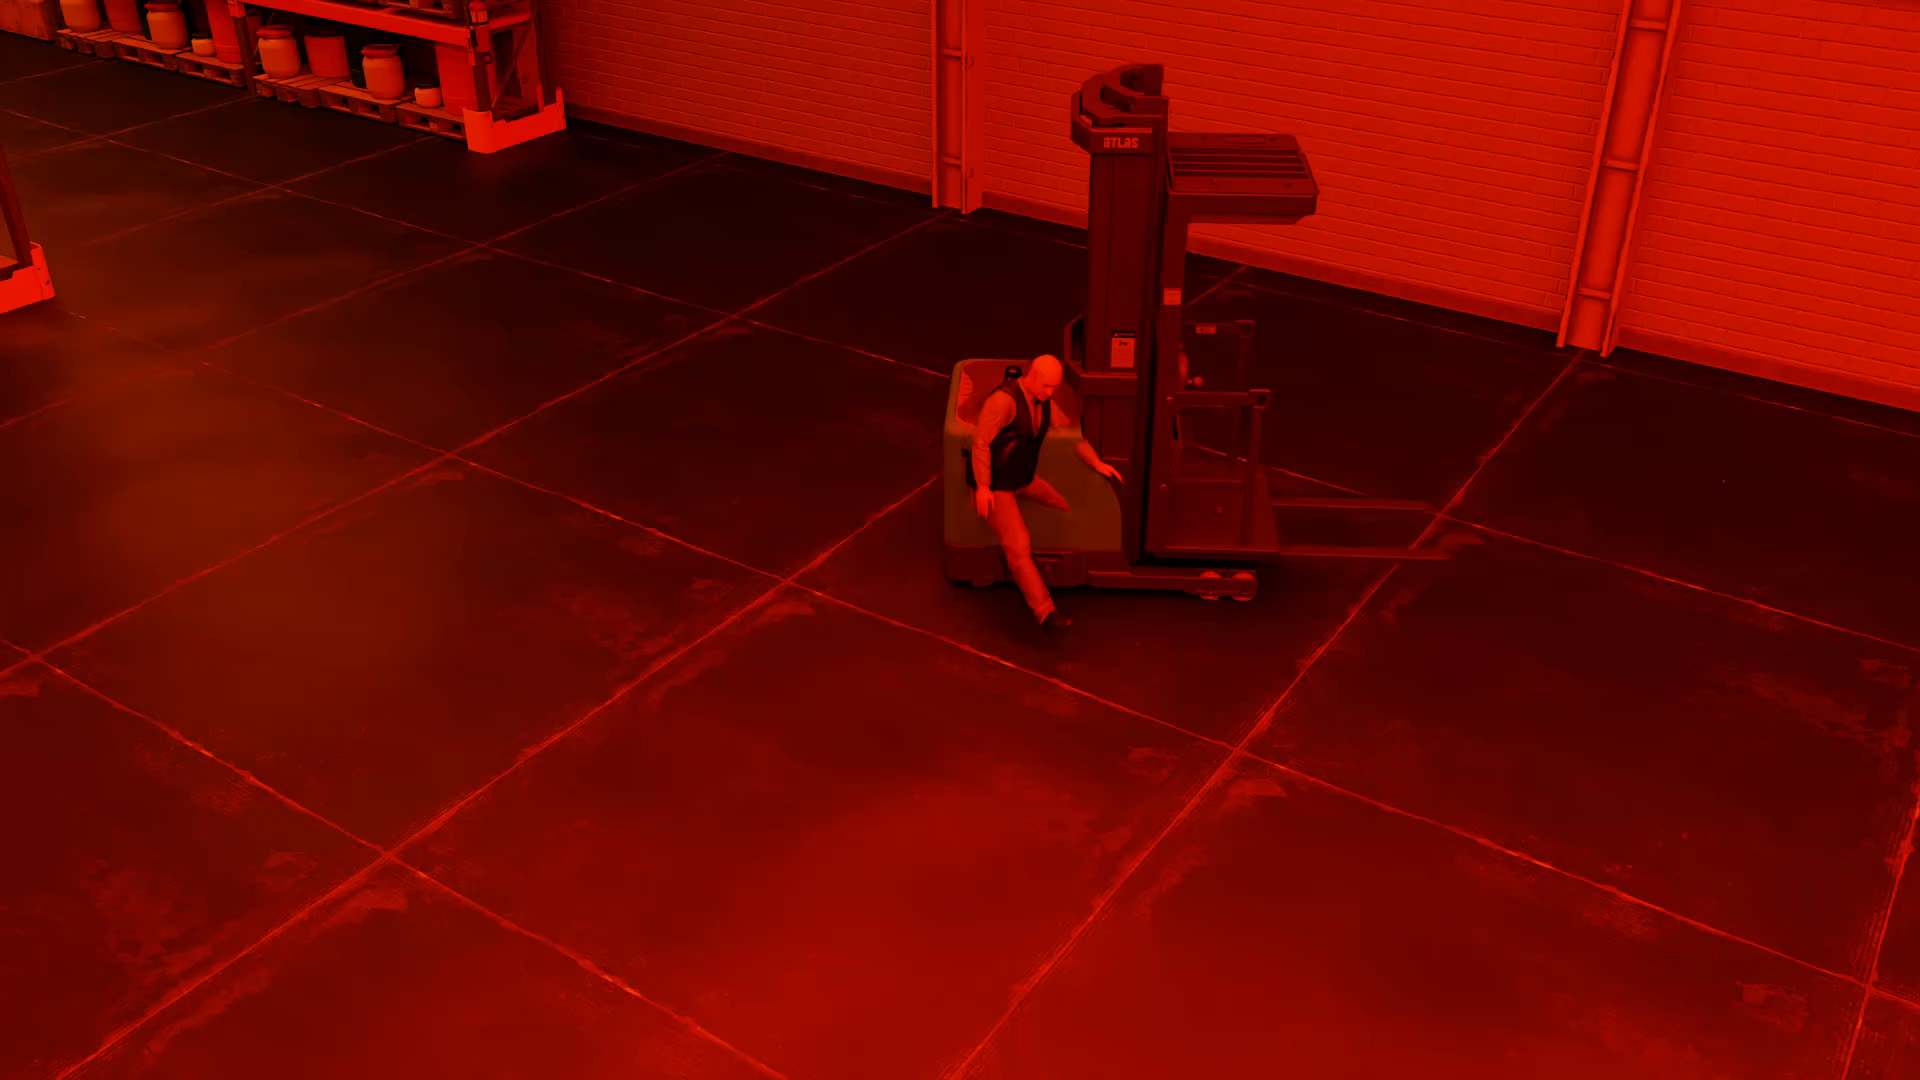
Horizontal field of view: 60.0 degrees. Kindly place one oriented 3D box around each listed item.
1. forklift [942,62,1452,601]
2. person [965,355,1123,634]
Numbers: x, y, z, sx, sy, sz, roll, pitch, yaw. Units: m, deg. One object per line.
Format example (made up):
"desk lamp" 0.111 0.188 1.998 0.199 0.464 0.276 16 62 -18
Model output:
"forklift" 1.431 -1.182 9.617 3.031 2.935 1.130 2 30 3
"person" 0.541 -0.308 9.456 0.873 1.484 0.946 -26 39 -37
